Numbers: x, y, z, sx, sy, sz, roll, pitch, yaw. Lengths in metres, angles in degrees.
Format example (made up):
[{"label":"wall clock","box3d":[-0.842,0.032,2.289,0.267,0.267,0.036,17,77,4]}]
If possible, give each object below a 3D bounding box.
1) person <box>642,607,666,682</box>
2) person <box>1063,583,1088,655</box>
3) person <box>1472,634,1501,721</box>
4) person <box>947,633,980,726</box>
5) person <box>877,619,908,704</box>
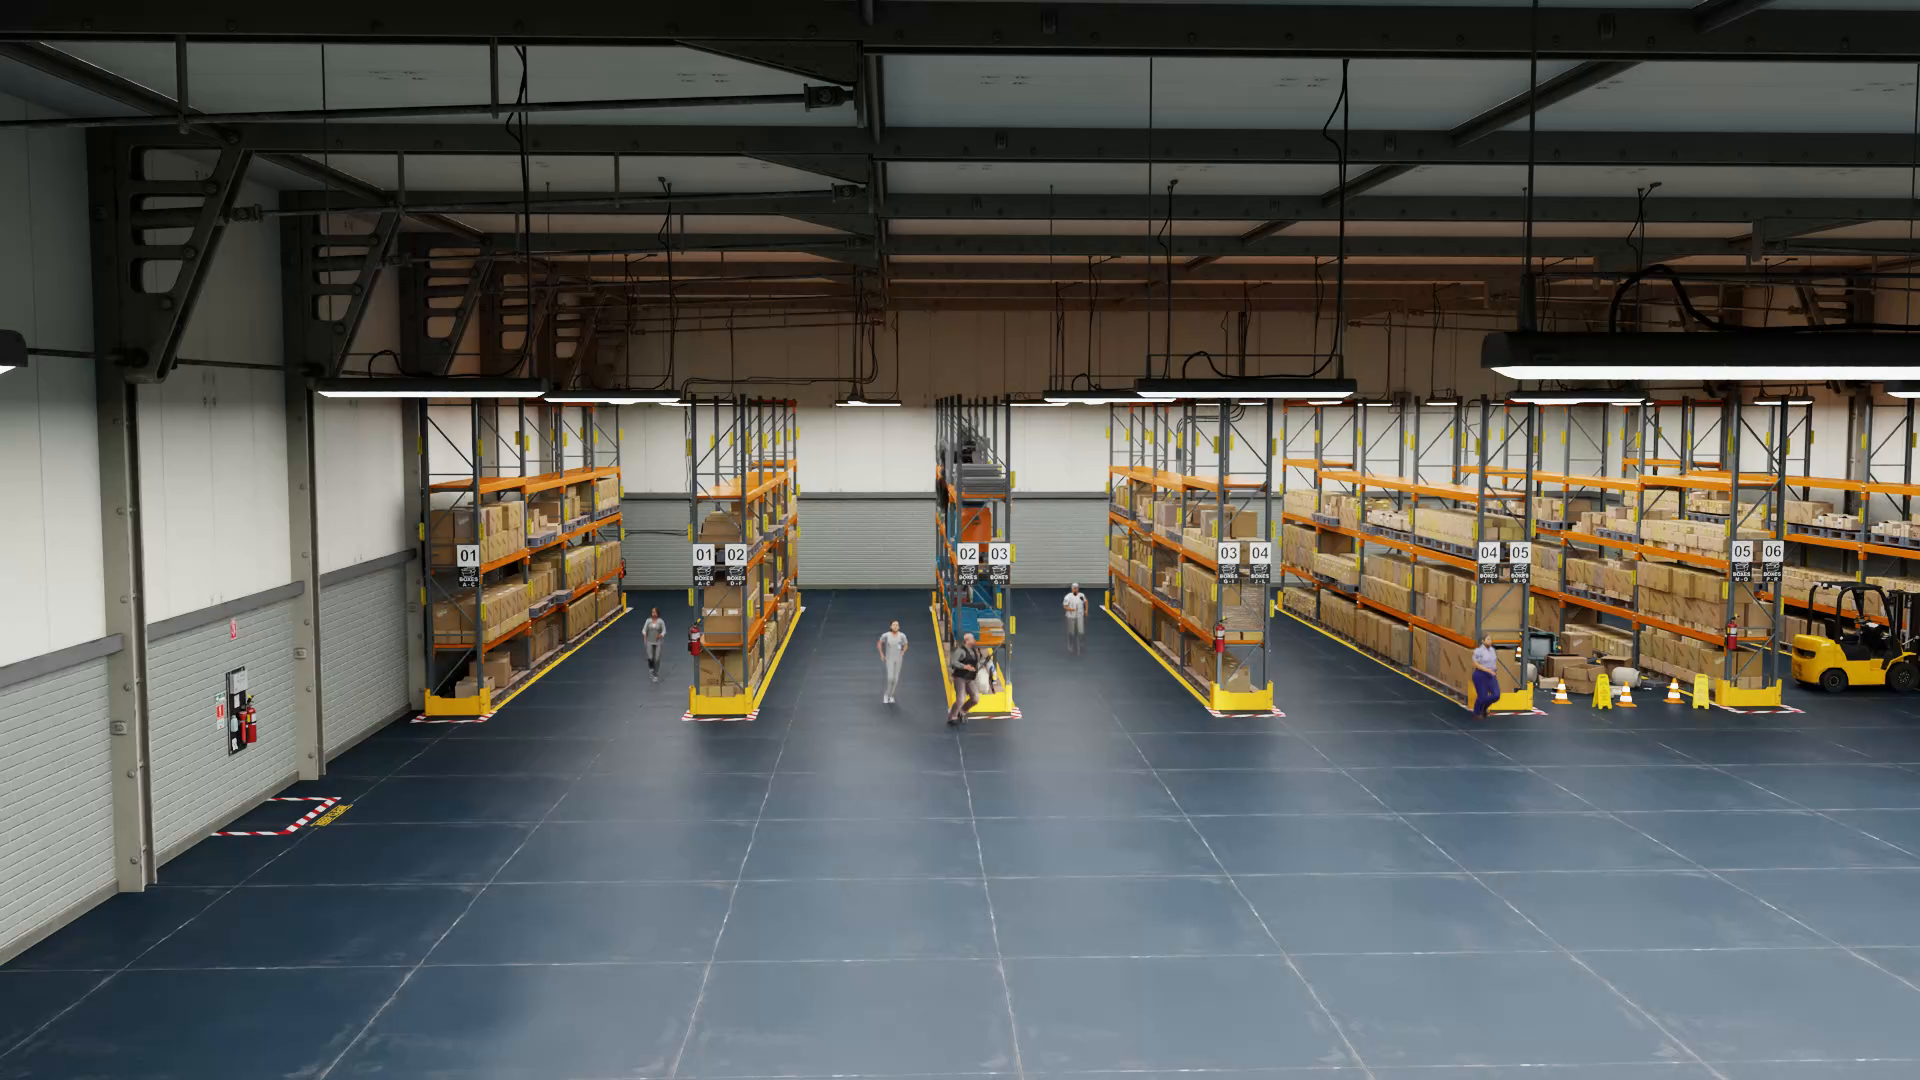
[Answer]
[{"label":"person","box3d":[-6.427,2.199,34.908,0.503,1.559,0.493,0,5,-6]},{"label":"person","box3d":[2.704,1.860,38.853,0.617,1.731,0.717,0,5,-5]},{"label":"person","box3d":[9.676,2.522,30.487,0.638,1.616,0.564,-2,5,-28]},{"label":"person","box3d":[0.152,2.525,30.090,0.665,1.665,0.593,-4,6,-42]},{"label":"person","box3d":[-1.286,2.358,32.295,0.569,1.649,0.637,-1,5,-16]}]
